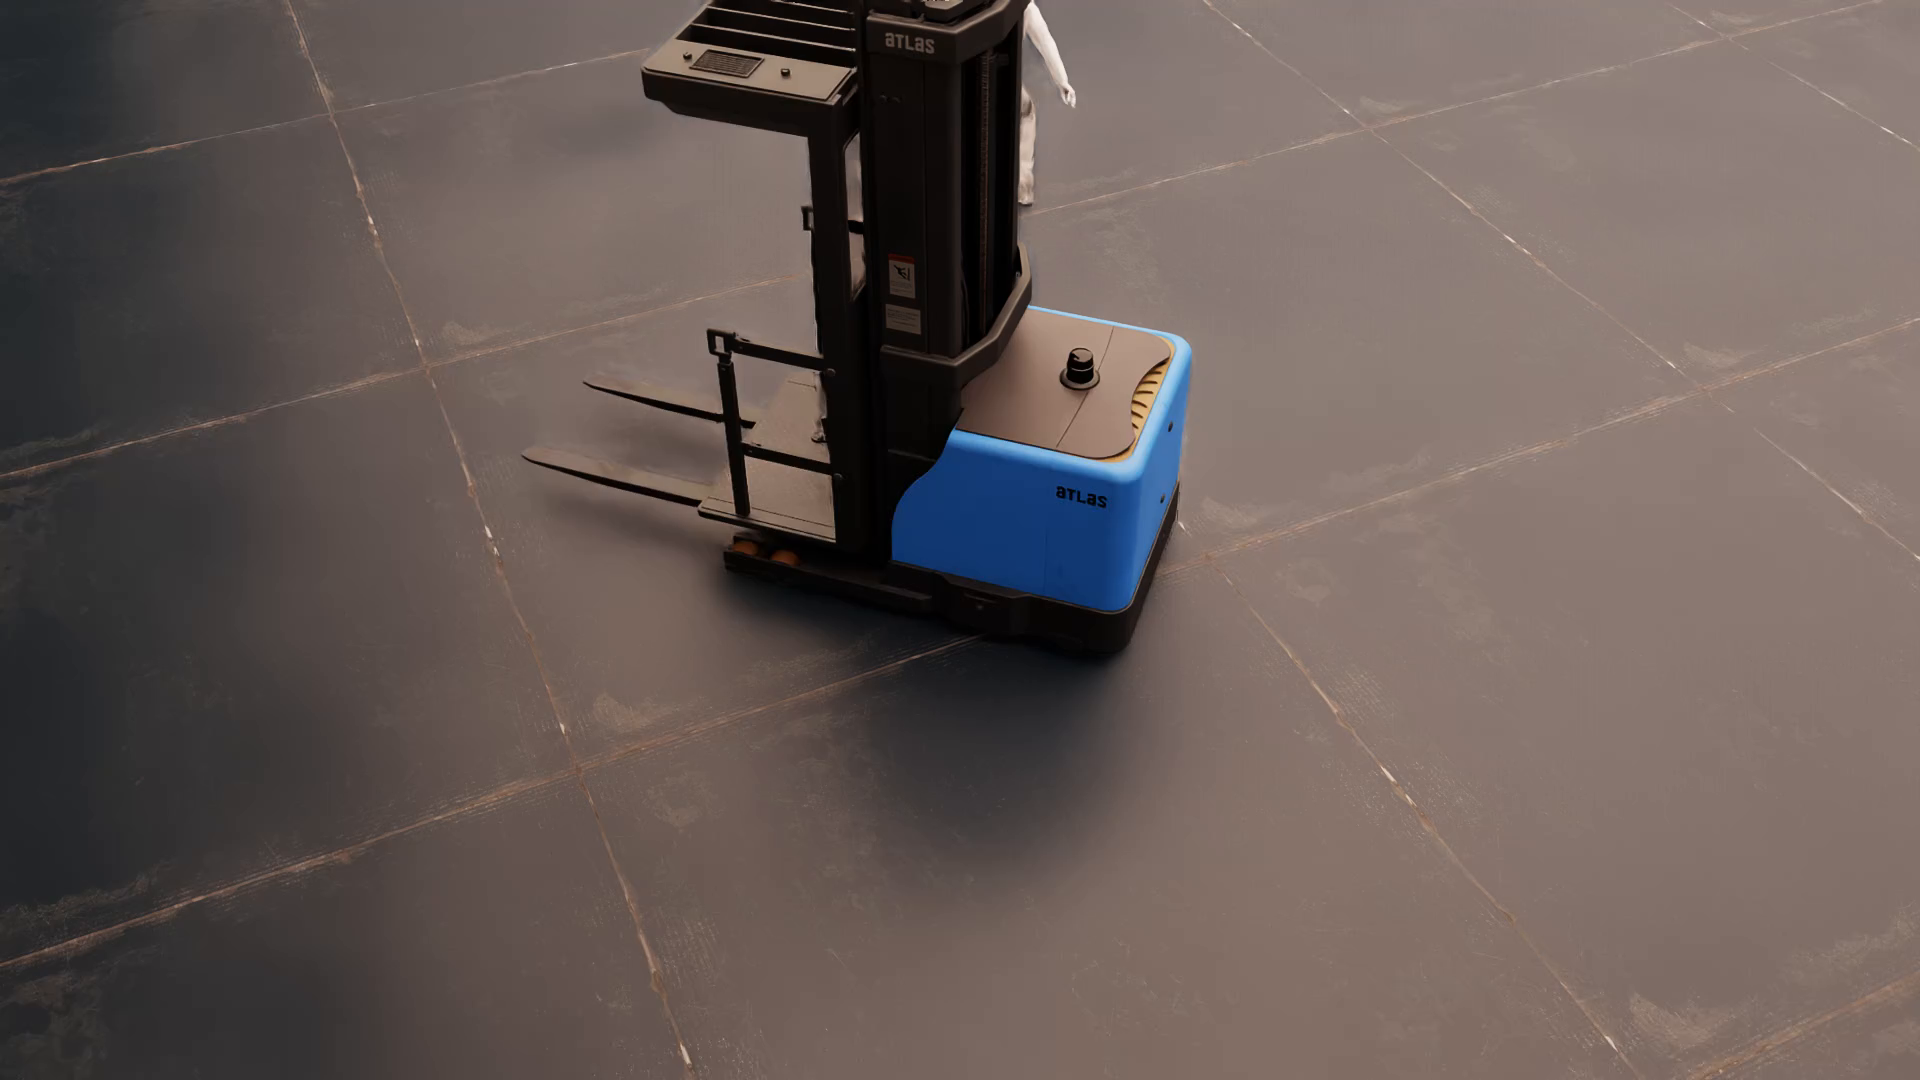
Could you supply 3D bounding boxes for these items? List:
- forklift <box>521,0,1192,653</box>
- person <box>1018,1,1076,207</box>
[{"bbox_3d":[-0.557,-1.188,6.953,3.031,2.935,1.130,13,45,14],"label":"forklift"},{"bbox_3d":[0.219,-2.658,9.624,0.914,1.533,0.494,3,43,3],"label":"person"}]
